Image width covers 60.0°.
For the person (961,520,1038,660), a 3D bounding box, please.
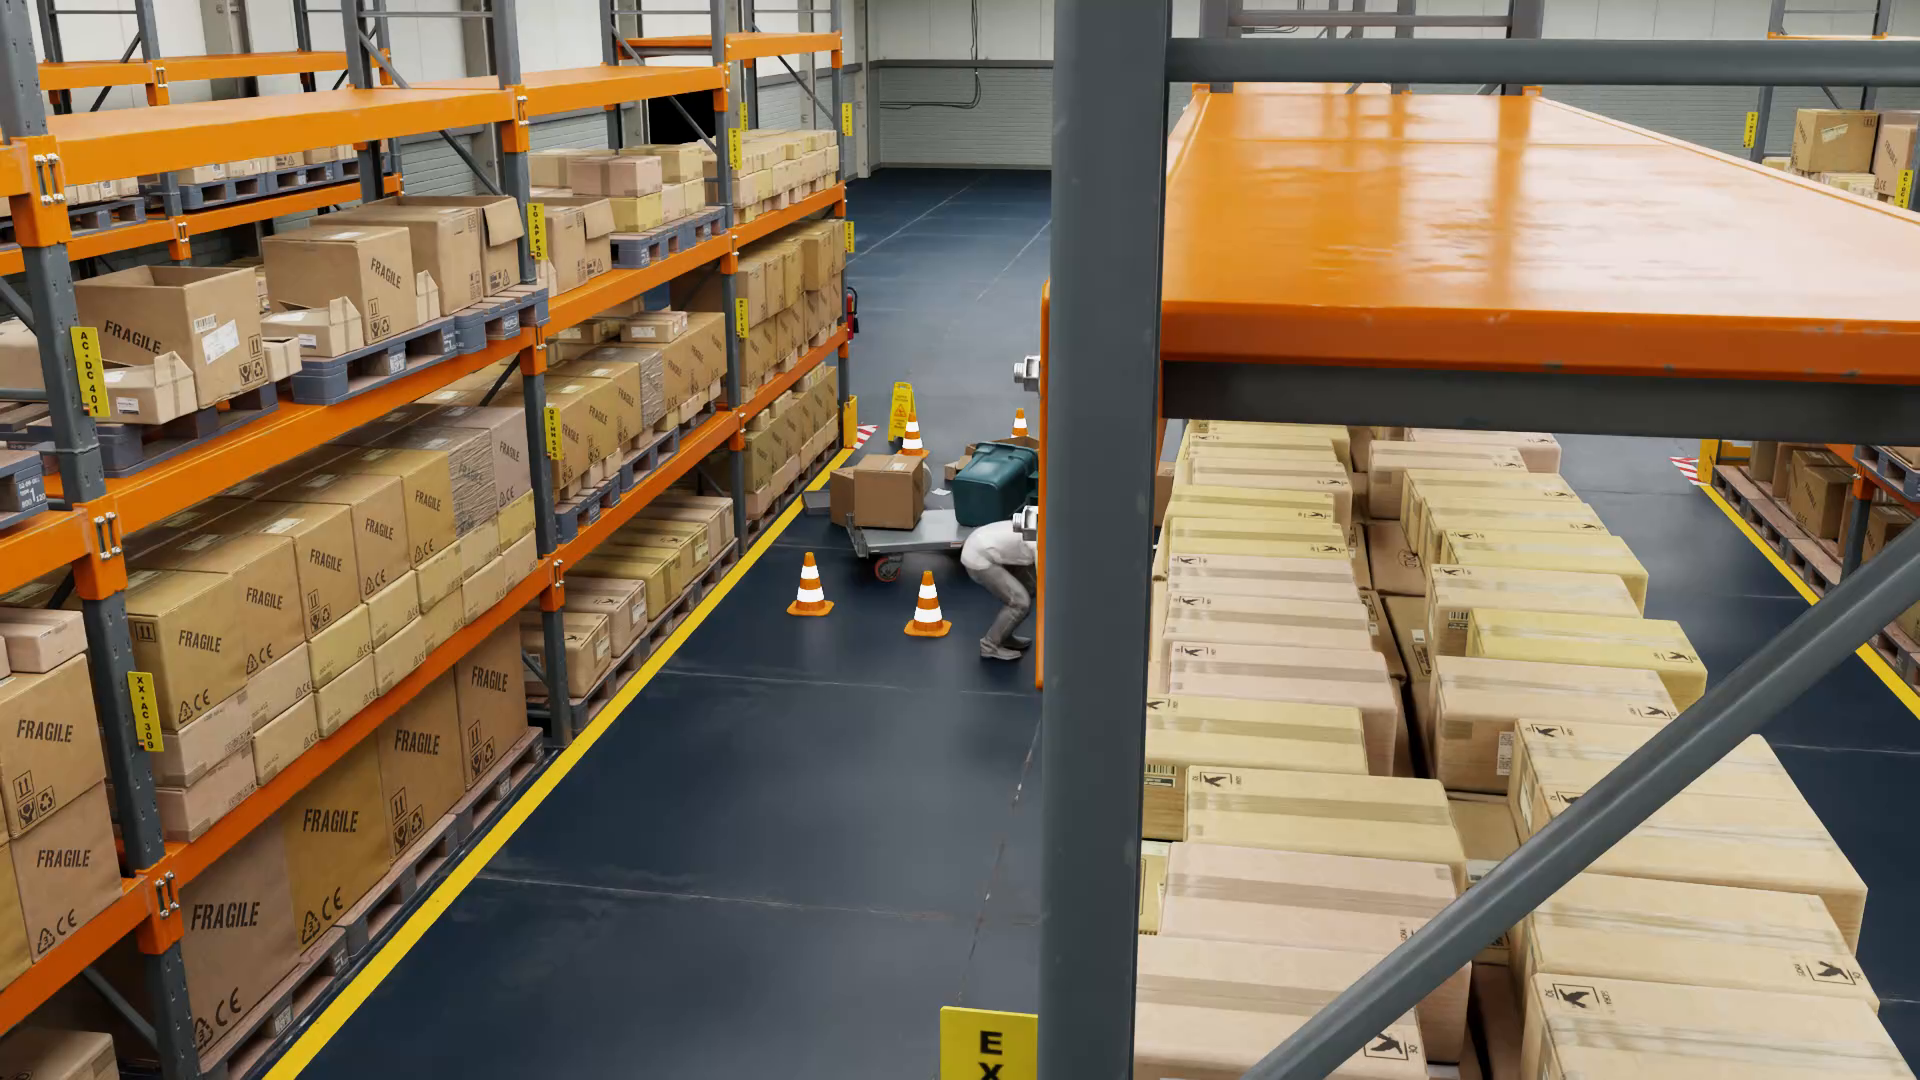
[{"bbox_3d":[0.491,0.329,12.157,0.966,1.052,0.515,2,18,6],"label":"person"}]
